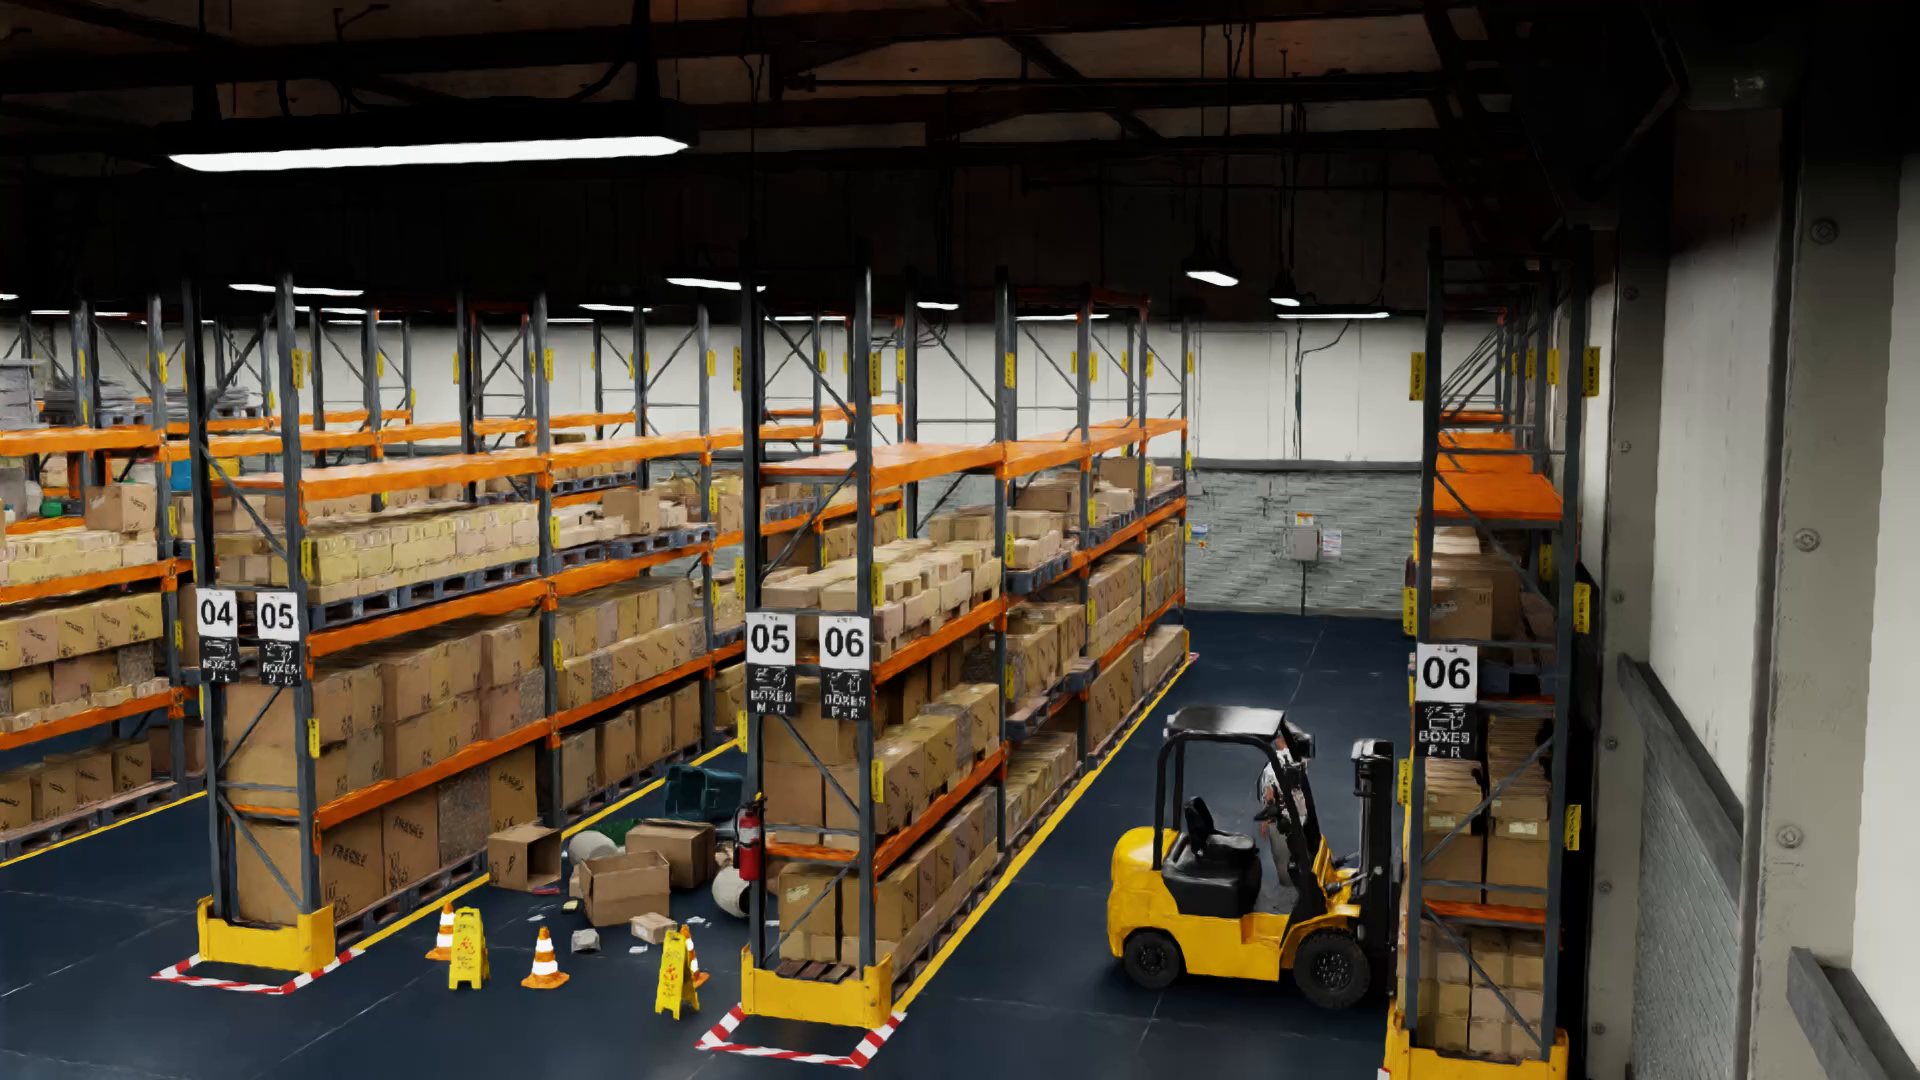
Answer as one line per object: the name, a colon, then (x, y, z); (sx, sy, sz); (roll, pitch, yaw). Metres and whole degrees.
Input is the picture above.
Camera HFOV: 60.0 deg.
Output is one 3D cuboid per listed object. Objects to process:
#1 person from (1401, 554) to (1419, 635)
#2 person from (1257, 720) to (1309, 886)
person: (8.460, 0.971, 30.630); (0.573, 1.518, 1.103); (3, 7, 25)
person: (3.005, 2.557, 15.487); (0.562, 1.754, 0.623); (6, 9, 41)
